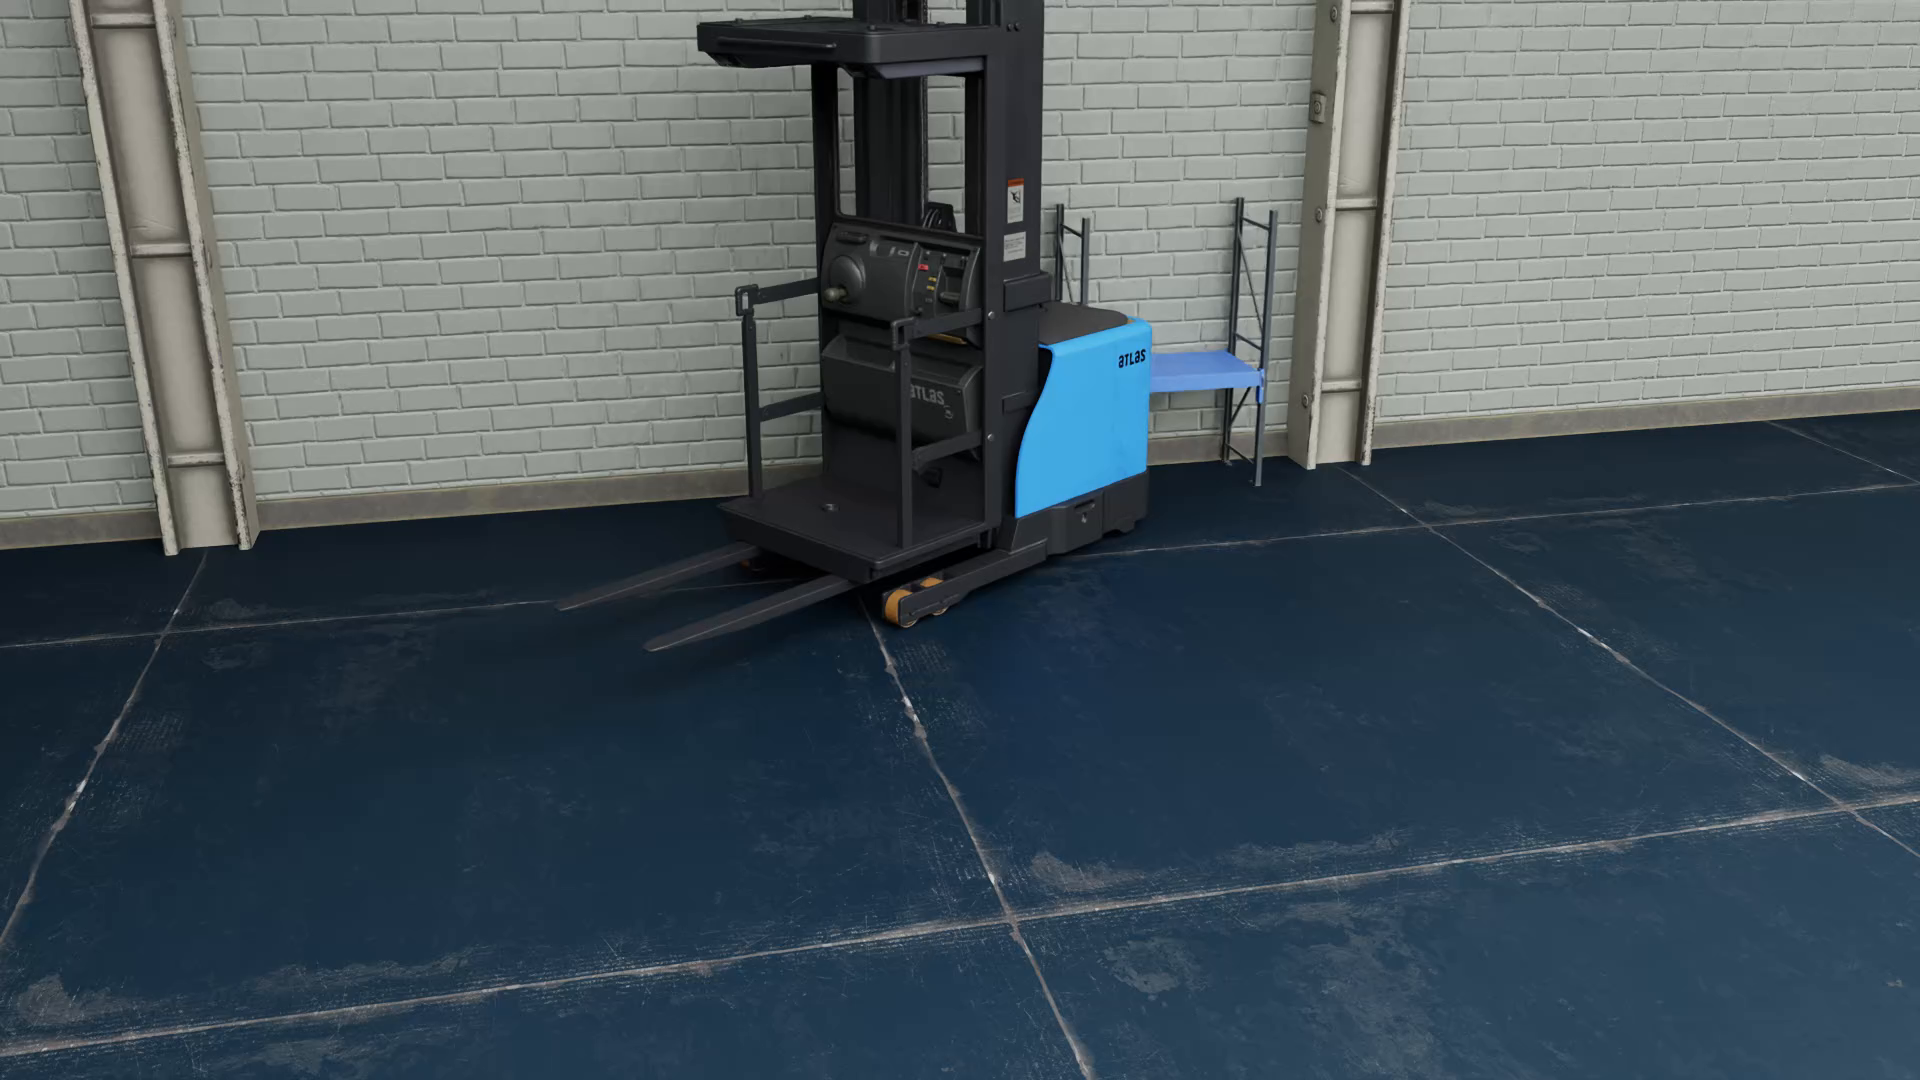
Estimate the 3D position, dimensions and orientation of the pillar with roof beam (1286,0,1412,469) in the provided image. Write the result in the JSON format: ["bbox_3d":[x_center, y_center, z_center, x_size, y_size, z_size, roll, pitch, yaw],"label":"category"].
[{"bbox_3d":[3.108,-3.251,4.107,0.400,9.000,9.100,-5,21,-12],"label":"pillar with roof beam"}]

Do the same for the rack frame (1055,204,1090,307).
[{"bbox_3d":[0.585,-0.999,8.861,0.032,1.500,0.500,-5,21,-12],"label":"rack frame"}]

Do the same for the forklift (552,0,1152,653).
[{"bbox_3d":[-0.418,-1.191,7.304,1.130,2.935,3.031,18,27,40],"label":"forklift"}]

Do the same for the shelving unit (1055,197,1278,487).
[{"bbox_3d":[1.080,-1.039,8.970,1.048,1.500,0.538,-5,21,-12],"label":"shelving unit"}]

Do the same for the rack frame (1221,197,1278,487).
[{"bbox_3d":[1.575,-1.079,9.079,0.032,1.500,0.500,-5,21,-12],"label":"rack frame"}]

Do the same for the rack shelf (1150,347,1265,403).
[{"bbox_3d":[1.080,-0.870,9.032,1.000,0.185,0.538,-5,21,-12],"label":"rack shelf"}]

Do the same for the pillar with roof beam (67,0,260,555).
[{"bbox_3d":[-2.731,-2.776,2.810,0.400,9.000,9.100,-5,21,-12],"label":"pillar with roof beam"}]
